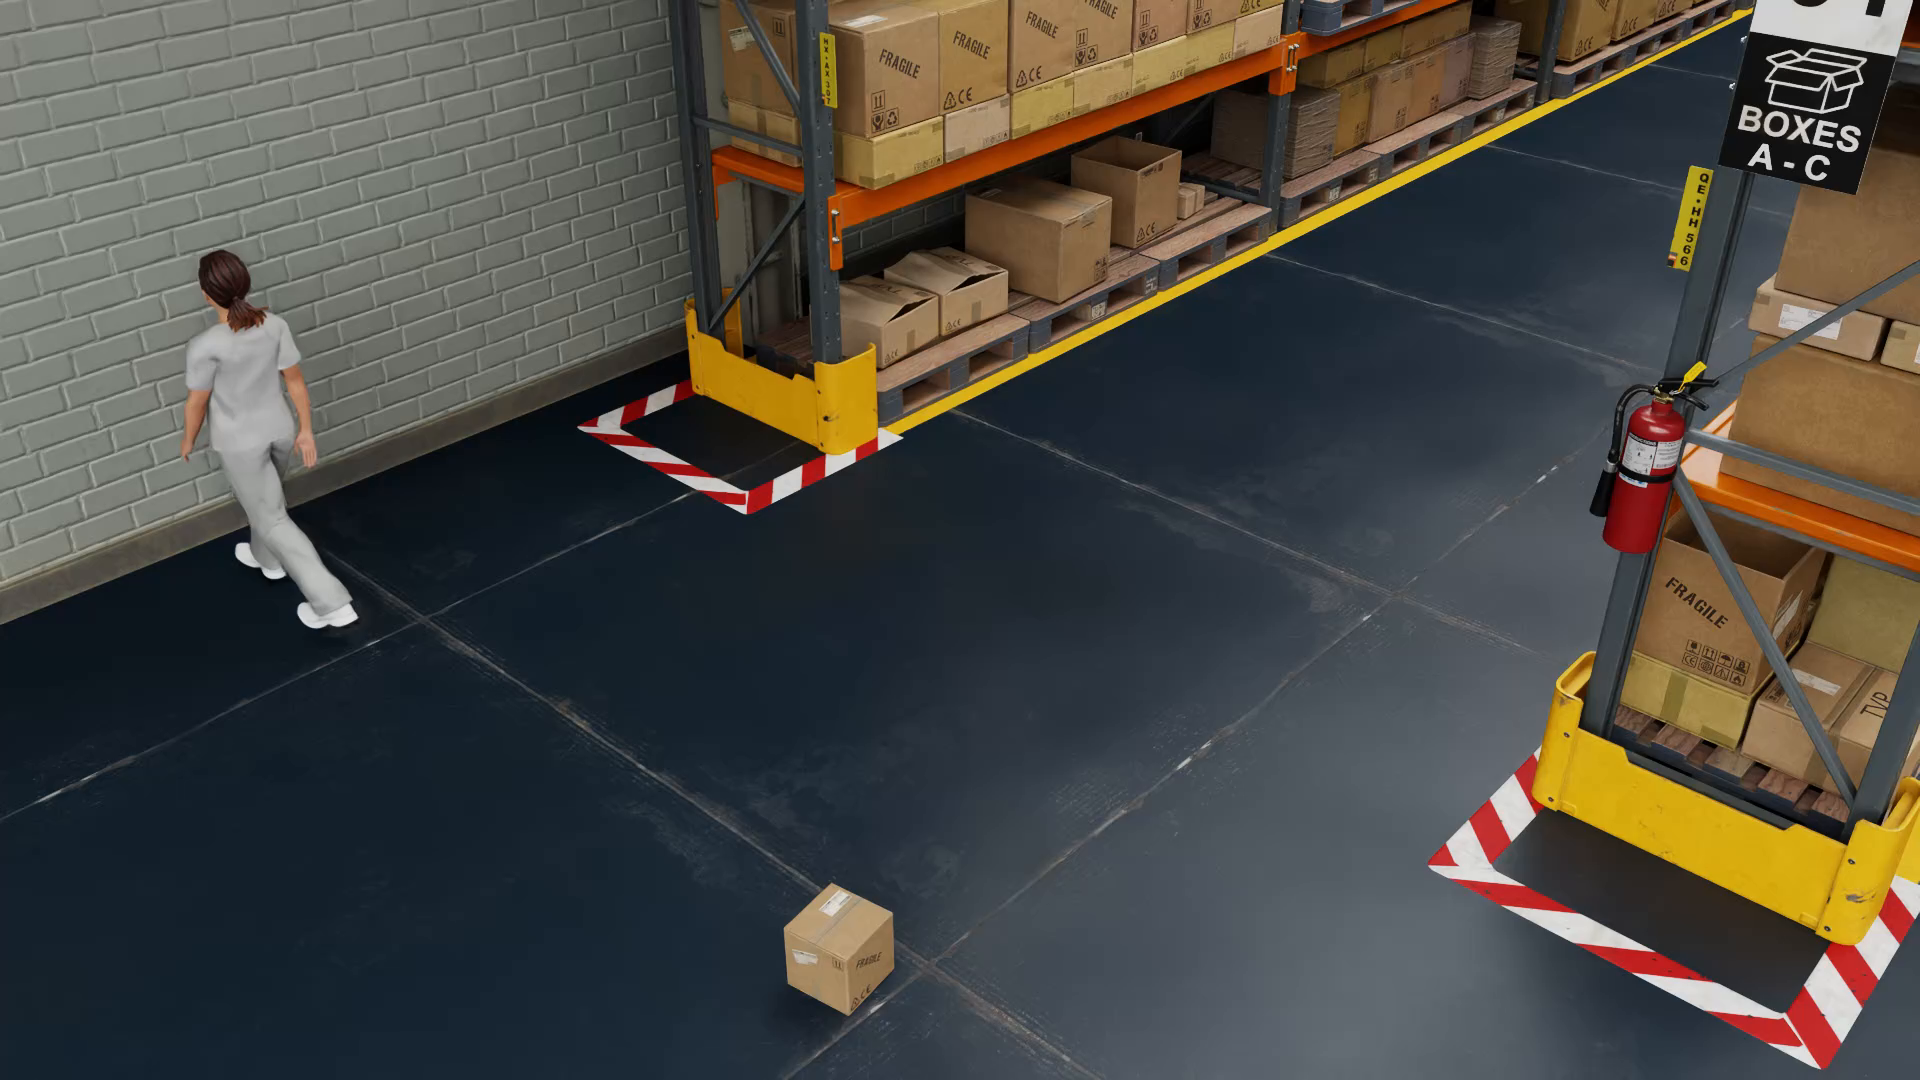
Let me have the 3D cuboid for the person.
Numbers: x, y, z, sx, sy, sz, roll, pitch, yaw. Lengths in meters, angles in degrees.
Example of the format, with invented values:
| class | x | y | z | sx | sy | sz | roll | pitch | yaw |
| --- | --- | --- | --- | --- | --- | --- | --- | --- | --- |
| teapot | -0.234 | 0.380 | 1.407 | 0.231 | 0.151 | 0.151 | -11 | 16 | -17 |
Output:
| class | x | y | z | sx | sy | sz | roll | pitch | yaw |
| --- | --- | --- | --- | --- | --- | --- | --- | --- | --- |
| person | -2.916 | -0.424 | 6.834 | 0.989 | 1.624 | 0.454 | 19 | 36 | 28 |
